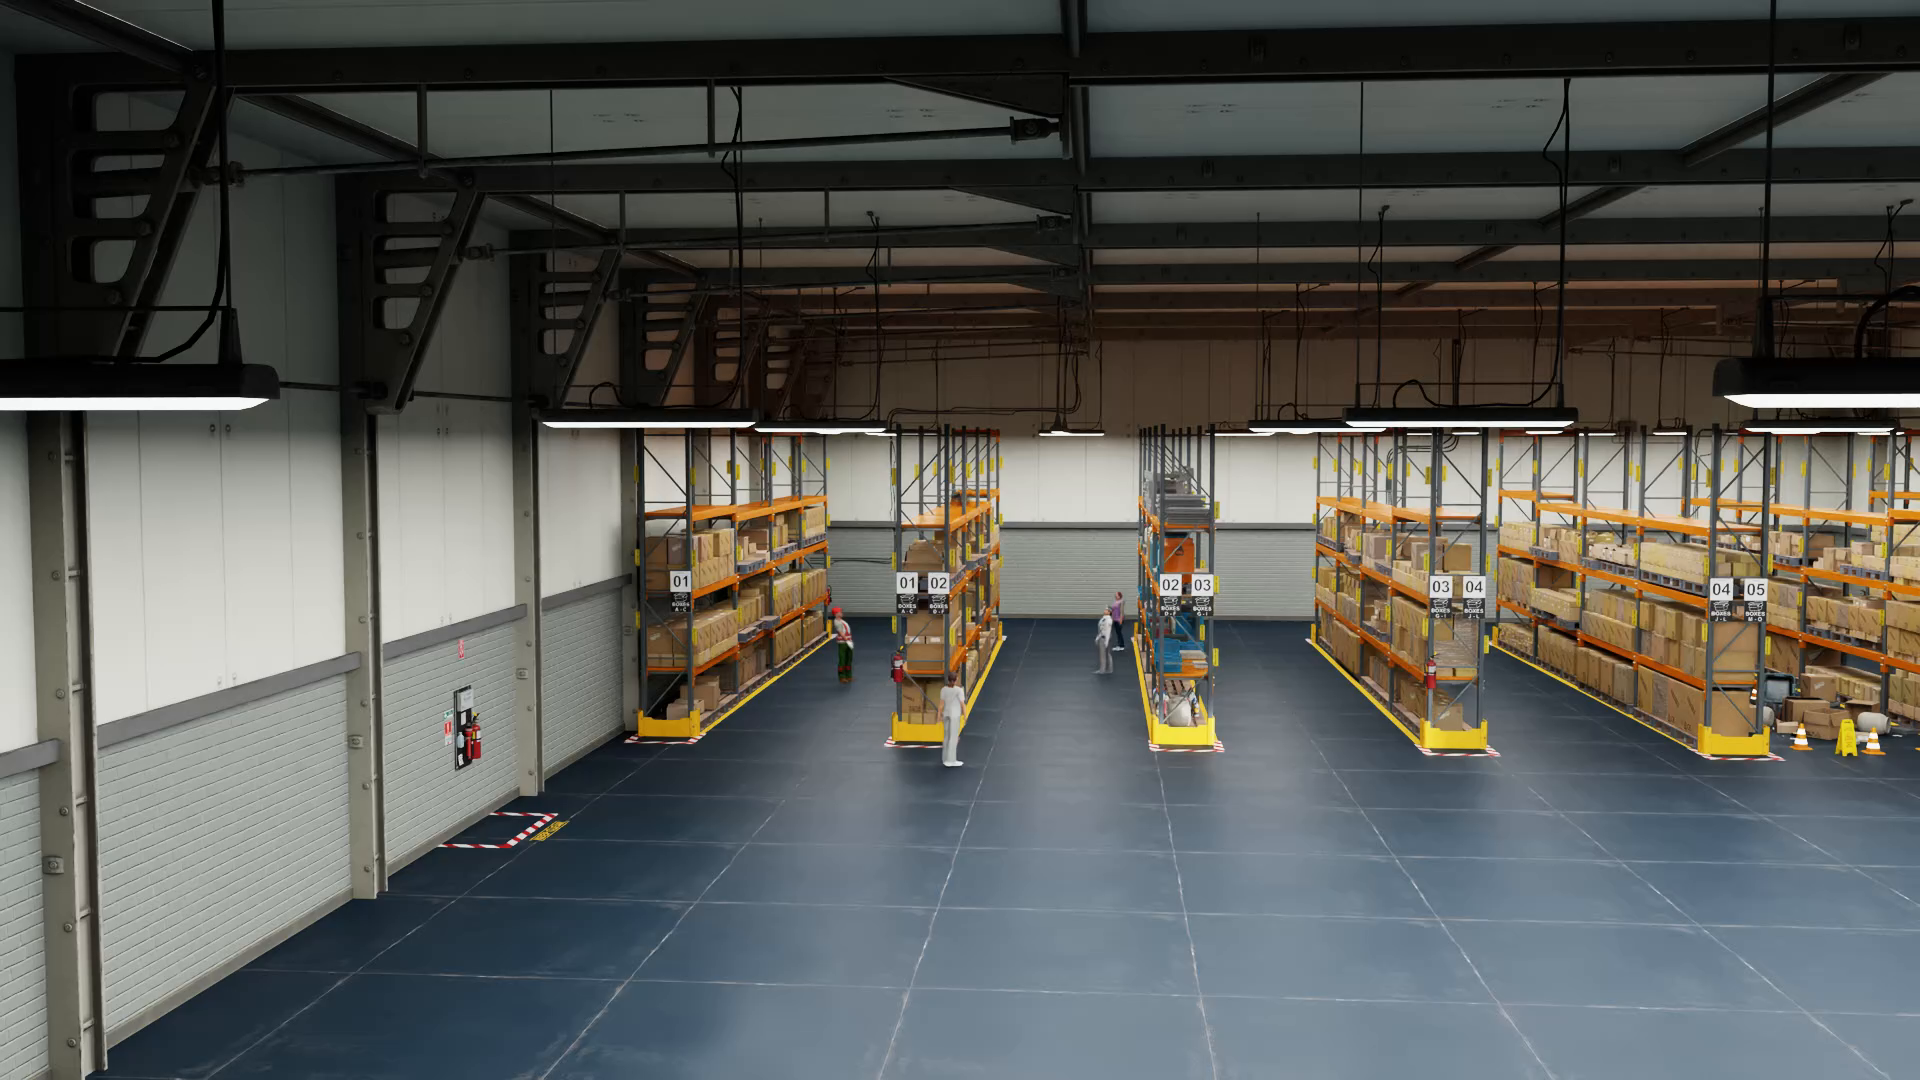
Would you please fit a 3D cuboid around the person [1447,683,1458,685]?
[{"bbox_3d":[11.567,2.474,38.926,0.579,1.788,0.566,-2,4,-29],"label":"person"}]

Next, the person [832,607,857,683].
[{"bbox_3d":[-2.685,2.469,39.062,0.662,1.803,0.592,2,4,28],"label":"person"}]

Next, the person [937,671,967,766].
[{"bbox_3d":[-0.129,3.115,29.087,0.485,1.667,0.352,3,5,43],"label":"person"}]

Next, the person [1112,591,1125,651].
[{"bbox_3d":[4.279,2.191,44.890,0.355,1.602,0.439,-1,4,-17],"label":"person"}]

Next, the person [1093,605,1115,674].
[{"bbox_3d":[3.515,2.412,40.565,0.511,1.682,0.496,0,3,7],"label":"person"}]
